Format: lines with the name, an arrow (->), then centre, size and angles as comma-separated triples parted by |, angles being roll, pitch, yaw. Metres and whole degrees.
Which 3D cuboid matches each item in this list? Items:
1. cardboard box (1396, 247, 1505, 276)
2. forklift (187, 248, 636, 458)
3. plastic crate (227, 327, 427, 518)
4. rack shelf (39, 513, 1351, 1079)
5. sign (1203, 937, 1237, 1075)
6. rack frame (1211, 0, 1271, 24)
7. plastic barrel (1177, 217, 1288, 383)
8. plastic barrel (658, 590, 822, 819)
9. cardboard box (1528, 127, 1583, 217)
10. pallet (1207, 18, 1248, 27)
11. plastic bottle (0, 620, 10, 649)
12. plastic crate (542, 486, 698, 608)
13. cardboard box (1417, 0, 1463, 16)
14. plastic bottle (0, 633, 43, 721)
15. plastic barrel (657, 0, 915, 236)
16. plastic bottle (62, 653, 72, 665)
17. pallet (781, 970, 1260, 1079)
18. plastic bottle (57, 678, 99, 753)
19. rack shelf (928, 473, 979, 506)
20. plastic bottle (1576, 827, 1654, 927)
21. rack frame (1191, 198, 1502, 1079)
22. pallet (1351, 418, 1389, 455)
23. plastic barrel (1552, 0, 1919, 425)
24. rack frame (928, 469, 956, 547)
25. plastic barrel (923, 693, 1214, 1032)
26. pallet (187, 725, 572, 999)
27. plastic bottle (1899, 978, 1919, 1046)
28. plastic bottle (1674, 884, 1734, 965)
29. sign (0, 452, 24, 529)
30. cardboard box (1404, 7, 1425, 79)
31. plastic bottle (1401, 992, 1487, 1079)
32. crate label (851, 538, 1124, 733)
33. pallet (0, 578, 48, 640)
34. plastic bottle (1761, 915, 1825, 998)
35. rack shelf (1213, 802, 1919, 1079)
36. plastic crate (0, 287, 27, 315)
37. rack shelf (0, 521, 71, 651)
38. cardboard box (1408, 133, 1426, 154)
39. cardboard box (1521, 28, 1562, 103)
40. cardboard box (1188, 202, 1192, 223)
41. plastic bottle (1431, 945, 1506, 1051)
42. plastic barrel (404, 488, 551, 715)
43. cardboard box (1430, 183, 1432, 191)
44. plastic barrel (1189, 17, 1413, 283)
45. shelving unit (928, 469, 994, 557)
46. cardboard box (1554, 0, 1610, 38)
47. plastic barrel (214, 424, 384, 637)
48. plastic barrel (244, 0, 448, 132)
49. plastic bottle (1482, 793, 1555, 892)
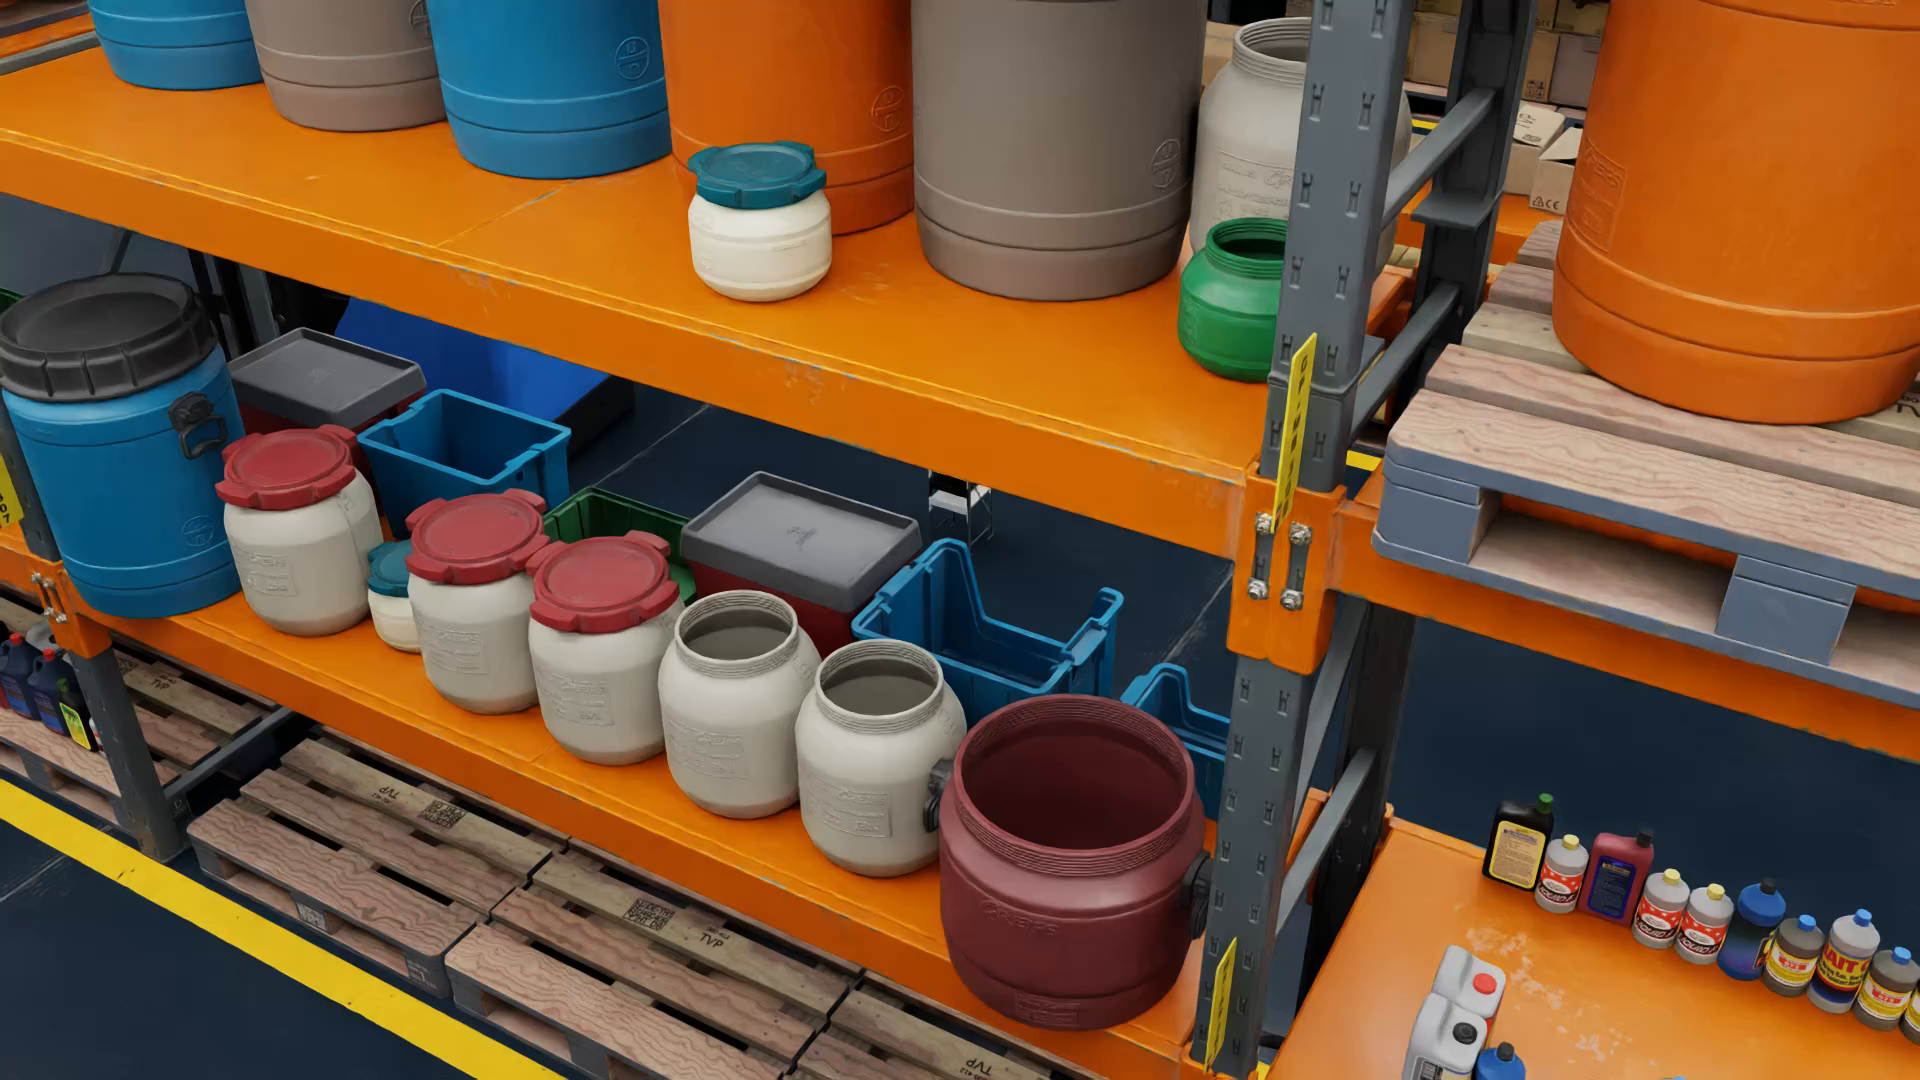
cardboard box -> 2.497, -1.303, 8.597 | 0.500, 0.311, 0.500 | 17, 37, 23
forklift -> -3.266, -1.982, 8.082 | 3.031, 2.935, 1.130 | 13, 36, 19
plastic crate -> -2.095, -0.372, 5.544 | 0.583, 0.464, 0.402 | 18, 37, 24
rack shelf -> -0.931, 0.518, 4.914 | 4.000, 0.370, 1.077 | 18, 37, 24
sign -> 0.539, 0.968, 3.443 | 0.005, 0.325, 0.100 | 18, 37, 24
rack frame -> 2.248, -5.099, 12.700 | 0.127, 3.000, 1.000 | 18, 37, 24
plastic barrel -> 0.566, -0.458, 3.166 | 0.294, 0.245, 0.294 | 0, 34, 0
plastic barrel -> -0.559, 0.426, 4.303 | 0.421, 0.512, 0.421 | 0, 34, 0
cardboard box -> 2.972, -1.698, 7.674 | 0.500, 0.311, 0.500 | 20, 39, 27
pallet -> 1.648, -4.106, 13.725 | 1.213, 0.211, 1.003 | 18, 37, 24
plastic bottle -> -3.788, 0.380, 6.527 | 0.133, 0.283, 0.061 | 18, 37, 24
plastic crate -> -1.015, 0.100, 5.084 | 0.662, 0.188, 0.450 | 18, 37, 24
cardboard box -> 3.733, -4.098, 12.380 | 0.500, 0.250, 0.500 | 16, 37, 23
plastic bottle -> -3.536, 0.497, 6.290 | 0.185, 0.351, 0.144 | 16, 37, 22
plastic barrel -> -0.368, -1.169, 3.705 | 0.708, 0.830, 0.600 | 18, 37, 24
plastic bottle -> -3.298, 0.481, 6.315 | 0.185, 0.351, 0.144 | 18, 37, 24
pallet -> 0.152, 1.698, 5.010 | 1.213, 0.211, 1.003 | 18, 37, 24
plastic bottle -> -3.249, 0.643, 6.132 | 0.133, 0.283, 0.061 | 20, 38, 27
rack shelf -> 0.007, -0.270, 7.566 | 0.200, 0.077, 0.258 | 18, 37, 24
plastic bottle -> 1.569, 0.787, 3.967 | 0.133, 0.283, 0.061 | 18, 37, 24
rack frame -> 0.805, 0.769, 3.889 | 0.127, 3.000, 1.000 | 18, 37, 24
pallet -> 2.571, -0.698, 8.608 | 1.213, 0.211, 1.003 | 18, 37, 24
plastic barrel -> 1.297, -0.676, 2.586 | 0.708, 0.830, 0.600 | 18, 37, 24
rack frame -> -0.081, -0.400, 7.539 | 0.006, 0.900, 0.240 | 18, 37, 24
plastic barrel -> 0.252, 0.730, 3.824 | 0.708, 0.536, 0.600 | 18, 37, 24
pallet -> -1.966, 1.027, 6.018 | 1.213, 0.211, 1.003 | 18, 37, 24
plastic bottle -> 2.167, 1.022, 3.688 | 0.097, 0.201, 0.097 | 0, 34, 0
plastic bottle -> 1.744, 0.888, 3.889 | 0.097, 0.201, 0.097 | 0, 34, 0
sign -> -2.950, -0.185, 5.071 | 0.005, 0.325, 0.100 | 18, 37, 24
cardboard box -> 3.369, -3.929, 12.802 | 0.500, 0.500, 0.700 | 17, 37, 23
plastic bottle -> 1.021, 1.095, 3.511 | 0.135, 0.276, 0.152 | 18, 37, 24
crate label -> 0.077, 0.351, 4.485 | 0.616, 0.435, 0.502 | 18, 37, 24
pallet -> -4.293, 0.290, 7.124 | 1.213, 0.211, 1.003 | 18, 37, 24
plastic bottle -> 1.913, 0.942, 3.809 | 0.097, 0.201, 0.097 | 0, 34, 0
rack shelf -> 2.542, 1.618, 3.262 | 4.000, 0.370, 1.077 | 18, 37, 24
plastic crate -> -3.706, -0.752, 6.364 | 0.662, 0.188, 0.450 | 18, 37, 24
rack shelf -> -4.404, -0.582, 6.566 | 4.000, 0.370, 1.077 | 18, 37, 24
cardboard box -> 2.131, -1.833, 8.023 | 0.250, 0.149, 0.380 | 21, 39, 28
cardboard box -> 4.235, -3.635, 12.360 | 0.500, 0.500, 0.700 | 17, 37, 24
cardboard box -> 1.174, -1.726, 9.231 | 0.500, 0.311, 0.500 | 17, 37, 24
plastic bottle -> 1.096, 1.022, 3.621 | 0.135, 0.276, 0.152 | 18, 37, 24
plastic barrel -> -1.309, 0.183, 4.647 | 0.433, 0.535, 0.433 | 0, 34, 0
cardboard box -> 2.348, -1.624, 7.708 | 0.250, 0.149, 0.380 | 18, 37, 24
plastic barrel -> 0.688, -0.759, 3.376 | 0.421, 0.512, 0.421 | 0, 34, 0
shelving unit -> 0.007, -0.372, 7.497 | 0.210, 0.900, 0.258 | 18, 37, 24
cardboard box -> 4.606, -3.813, 11.952 | 0.500, 0.250, 0.500 | 18, 38, 25
plastic barrel -> -1.946, -0.019, 4.950 | 0.433, 0.535, 0.433 | 0, 34, 0
plastic barrel -> -1.550, -1.573, 4.247 | 0.600, 0.901, 0.600 | 0, 34, 0
plastic bottle -> 1.368, 0.723, 4.063 | 0.133, 0.283, 0.061 | 18, 37, 24
